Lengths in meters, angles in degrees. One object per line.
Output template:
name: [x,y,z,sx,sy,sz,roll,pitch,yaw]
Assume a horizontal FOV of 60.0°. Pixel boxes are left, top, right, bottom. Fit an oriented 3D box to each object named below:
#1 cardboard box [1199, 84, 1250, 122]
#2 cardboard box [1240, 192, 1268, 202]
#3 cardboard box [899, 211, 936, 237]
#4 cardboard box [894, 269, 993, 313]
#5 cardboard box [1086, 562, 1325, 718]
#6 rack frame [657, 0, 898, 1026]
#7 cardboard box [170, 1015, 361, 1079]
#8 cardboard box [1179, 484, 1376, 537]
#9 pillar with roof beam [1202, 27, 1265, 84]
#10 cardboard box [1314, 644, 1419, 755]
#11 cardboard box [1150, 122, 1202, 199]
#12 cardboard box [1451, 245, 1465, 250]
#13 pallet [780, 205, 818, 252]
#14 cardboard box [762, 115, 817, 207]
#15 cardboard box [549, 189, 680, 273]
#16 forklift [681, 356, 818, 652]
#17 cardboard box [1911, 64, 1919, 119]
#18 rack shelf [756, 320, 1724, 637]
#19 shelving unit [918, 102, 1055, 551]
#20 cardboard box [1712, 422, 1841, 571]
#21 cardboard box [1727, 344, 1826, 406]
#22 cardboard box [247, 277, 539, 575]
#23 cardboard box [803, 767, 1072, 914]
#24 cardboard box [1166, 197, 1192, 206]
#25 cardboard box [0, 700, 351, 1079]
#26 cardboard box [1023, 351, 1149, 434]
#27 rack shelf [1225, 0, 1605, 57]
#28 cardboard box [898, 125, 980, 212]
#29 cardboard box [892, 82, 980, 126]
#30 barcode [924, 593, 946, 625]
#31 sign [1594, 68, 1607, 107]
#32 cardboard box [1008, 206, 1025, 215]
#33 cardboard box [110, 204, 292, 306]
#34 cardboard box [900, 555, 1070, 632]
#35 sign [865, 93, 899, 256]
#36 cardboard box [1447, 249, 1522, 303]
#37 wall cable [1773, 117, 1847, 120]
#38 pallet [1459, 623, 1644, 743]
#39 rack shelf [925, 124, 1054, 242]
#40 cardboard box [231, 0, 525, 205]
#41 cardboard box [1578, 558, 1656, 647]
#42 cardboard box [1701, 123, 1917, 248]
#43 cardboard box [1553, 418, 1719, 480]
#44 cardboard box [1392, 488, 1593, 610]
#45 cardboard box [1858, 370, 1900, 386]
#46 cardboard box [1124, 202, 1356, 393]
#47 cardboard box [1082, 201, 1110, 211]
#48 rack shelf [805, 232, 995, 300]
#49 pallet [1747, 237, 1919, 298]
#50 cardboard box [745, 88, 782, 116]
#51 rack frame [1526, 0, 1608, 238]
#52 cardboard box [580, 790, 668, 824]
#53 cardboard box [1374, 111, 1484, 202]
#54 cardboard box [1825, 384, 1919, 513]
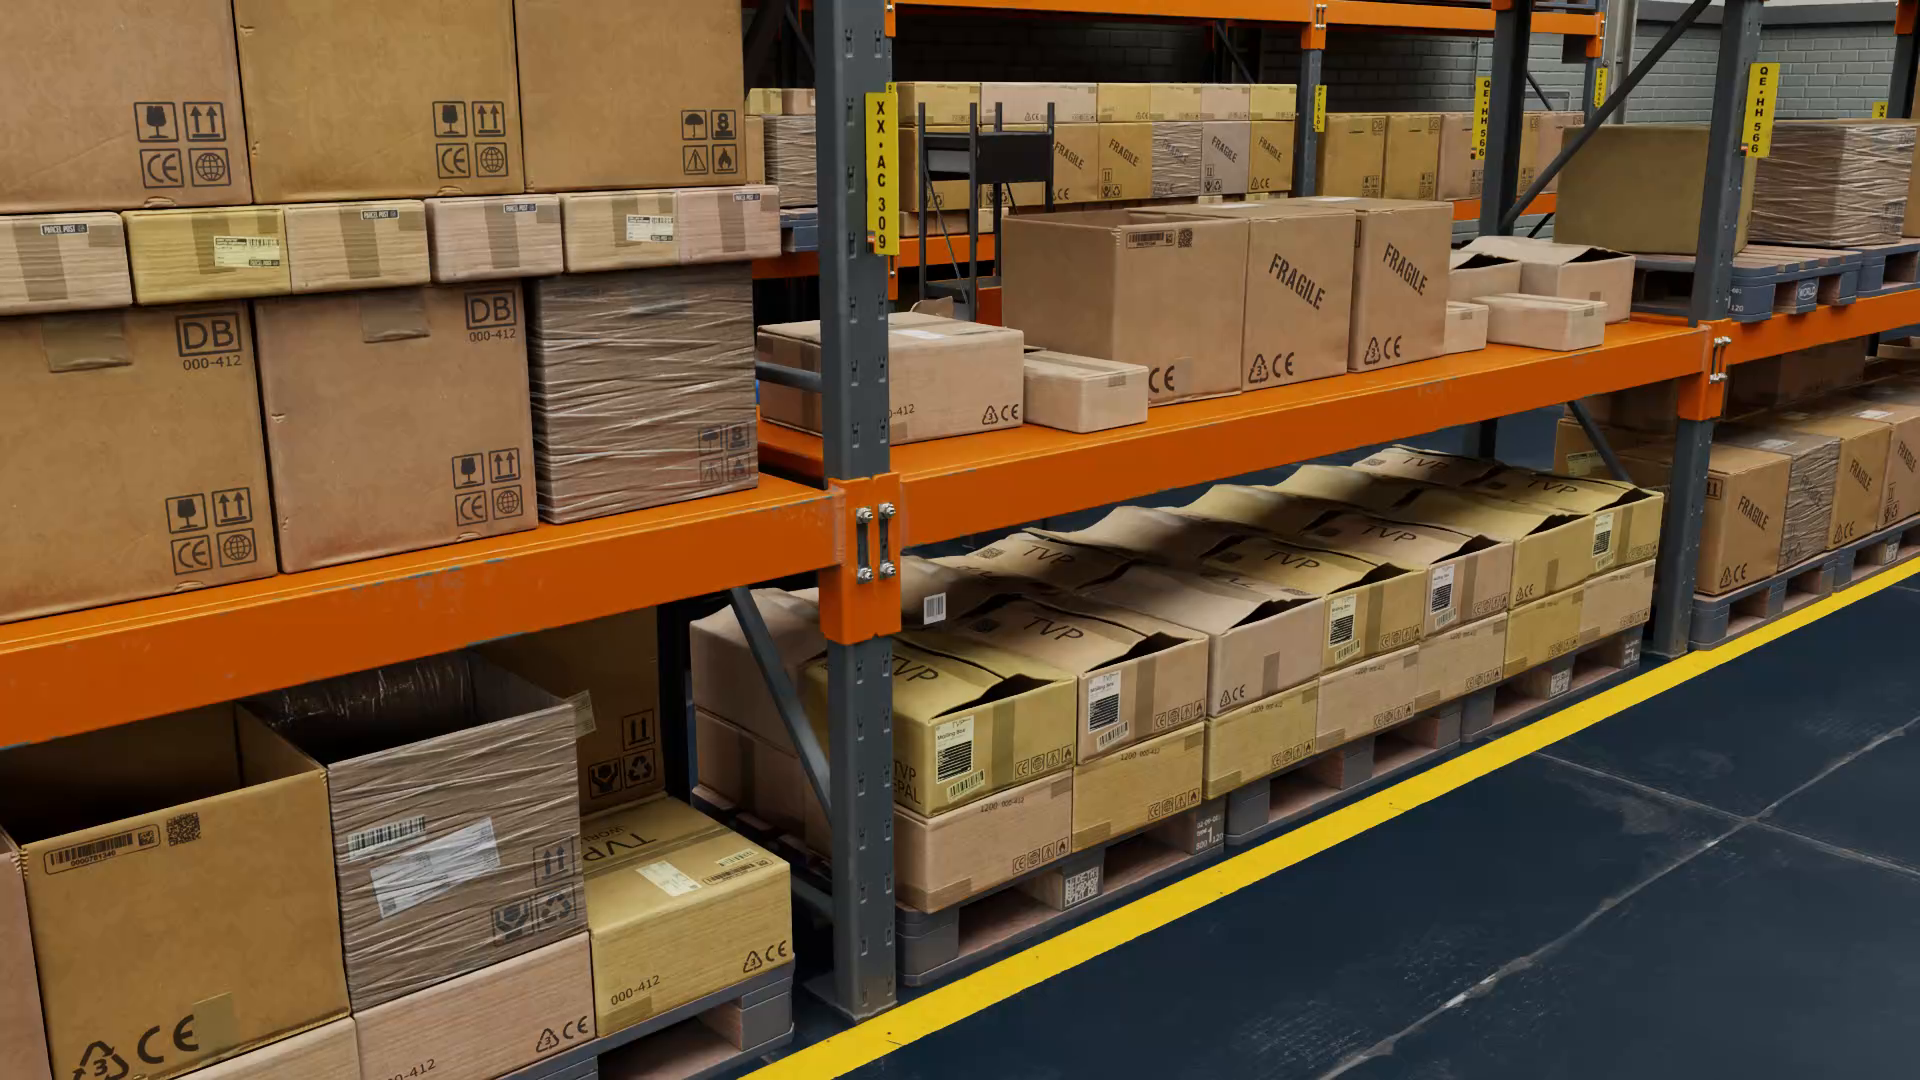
cardboard box: [1.678,-3.075,11.689,0.500,0.250,0.500,-12,19,-38]
cardboard box: [2.011,-2.454,12.071,0.250,0.149,0.380,-12,19,-38]
cardboard box: [-0.362,-1.946,10.173,0.250,0.149,0.380,-13,20,-40]
cardboard box: [-0.122,-1.311,10.697,0.750,0.750,0.750,-13,20,-40]
cardboard box: [0.720,0.255,4.910,0.500,0.311,0.500,-14,20,-41]
rack frame: [-0.526,-0.406,3.958,0.127,3.000,1.000,-13,19,-39]
cardboard box: [-1.483,1.011,3.167,0.500,0.250,0.500,-13,19,-39]
cardboard box: [1.127,-0.021,5.944,0.500,0.311,0.500,-13,20,-41]
pillar with roof beam: [5.041,-5.072,9.802,0.400,9.000,9.100,-13,19,-39]
cardboard box: [1.101,0.439,5.309,0.500,0.250,0.500,-12,19,-38]
cardboard box: [1.309,-2.628,11.466,0.500,0.500,0.500,-13,19,-39]
cardboard box: [4.202,-2.505,14.589,0.250,0.149,0.380,-12,19,-39]
pallet: [-1.230,-1.813,9.598,1.003,0.211,1.213,-13,19,-39]
cardboard box: [-1.111,-2.227,9.728,0.700,0.500,0.500,13,20,40]
cardboard box: [-0.778,-0.639,3.377,0.250,0.149,0.380,-13,20,-41]
forklift: [-1.953,-0.878,5.857,1.130,2.935,3.031,14,20,41]
cardboard box: [5.721,-2.429,9.399,0.500,0.500,0.500,-13,19,-39]
rack shelf: [0.983,-0.397,5.319,4.000,0.370,1.077,-13,19,-39]
shelving unit: [0.125,-1.042,8.084,0.503,2.100,0.431,-13,19,-39]
cardboard box: [3.414,-0.200,7.177,0.500,0.500,0.500,-14,20,-41]
cardboard box: [3.852,-0.840,8.119,0.500,0.250,0.500,-13,20,-40]
cardboard box: [-1.250,-0.287,3.320,0.500,0.500,0.700,-13,20,-40]
cardboard box: [-0.059,0.699,4.334,0.500,0.250,0.500,-13,20,-41]
cardboard box: [1.397,-2.334,11.623,0.250,0.149,0.380,-13,19,-39]
cardboard box: [-1.492,0.646,3.080,0.500,0.500,0.500,-13,19,-39]
cardboard box: [0.277,-0.395,4.403,0.250,0.149,0.380,-13,19,-39]
rack shelf: [3.764,-4.166,13.614,4.000,0.370,1.077,-13,19,-39]
cardboard box: [-0.228,-2.282,10.170,0.500,0.500,0.500,-12,19,-38]
cardboard box: [-0.229,-2.643,10.070,0.500,0.250,0.500,-12,19,-38]
barcode: [-0.060,0.163,3.958,0.075,0.075,0.001,-13,19,-39]
sign: [5.618,-3.969,14.592,0.005,0.325,0.100,-13,19,-39]
cardboard box: [0.198,-2.083,10.682,0.250,0.149,0.380,-13,20,-40]
cardboard box: [-1.359,-0.508,2.889,0.250,0.149,0.380,-13,20,-40]
cardboard box: [-0.020,0.235,4.987,0.500,0.311,0.500,-12,19,-38]
sign: [-0.160,-0.755,3.432,0.005,0.325,0.100,-13,19,-39]
cardboard box: [1.690,-0.927,6.080,0.500,0.311,0.500,-13,20,-40]
wall cable: [9.774,-5.689,18.129,0.112,2.526,3.097,-13,19,-39]
pallet: [1.845,0.395,6.361,1.213,0.211,1.003,-13,19,-39]
rack shelf: [0.125,-1.706,7.907,0.480,0.518,0.431,-13,19,-39]
cardboard box: [-1.237,-0.919,3.170,0.500,0.500,0.700,-13,20,-39]
cardboard box: [2.255,0.178,6.284,0.500,0.250,0.500,-12,19,-38]
cardboard box: [3.708,-1.581,7.350,0.500,0.500,0.700,-9,17,-29]
cardboard box: [3.043,-0.293,7.525,0.500,0.500,0.500,-12,19,-37]
cardboard box: [1.871,-0.003,5.877,0.500,0.311,0.500,-13,20,-40]
cardboard box: [4.589,-0.639,8.822,0.500,0.500,0.500,-12,19,-39]
cardboard box: [0.840,-0.755,5.072,0.500,0.500,0.500,-13,19,-39]
cardboard box: [0.788,-2.208,11.153,0.250,0.149,0.380,-13,19,-39]
rack shelf: [0.746,-2.039,11.464,4.000,0.370,1.077,-13,19,-39]
pallet: [3.956,-1.321,7.756,1.213,0.211,1.003,-13,19,-39]
cardboard box: [-1.236,-2.500,9.494,0.380,0.149,0.250,12,19,38]
rack frame: [5.272,-3.403,15.176,0.127,3.000,1.000,-13,19,-39]
cardboard box: [-1.075,0.739,4.185,0.500,0.250,0.500,-13,19,-39]
cardboard box: [3.771,-3.207,13.861,0.700,0.700,0.980,-14,20,-42]
cardboard box: [4.568,-0.460,8.150,0.500,0.500,0.500,-12,19,-39]
